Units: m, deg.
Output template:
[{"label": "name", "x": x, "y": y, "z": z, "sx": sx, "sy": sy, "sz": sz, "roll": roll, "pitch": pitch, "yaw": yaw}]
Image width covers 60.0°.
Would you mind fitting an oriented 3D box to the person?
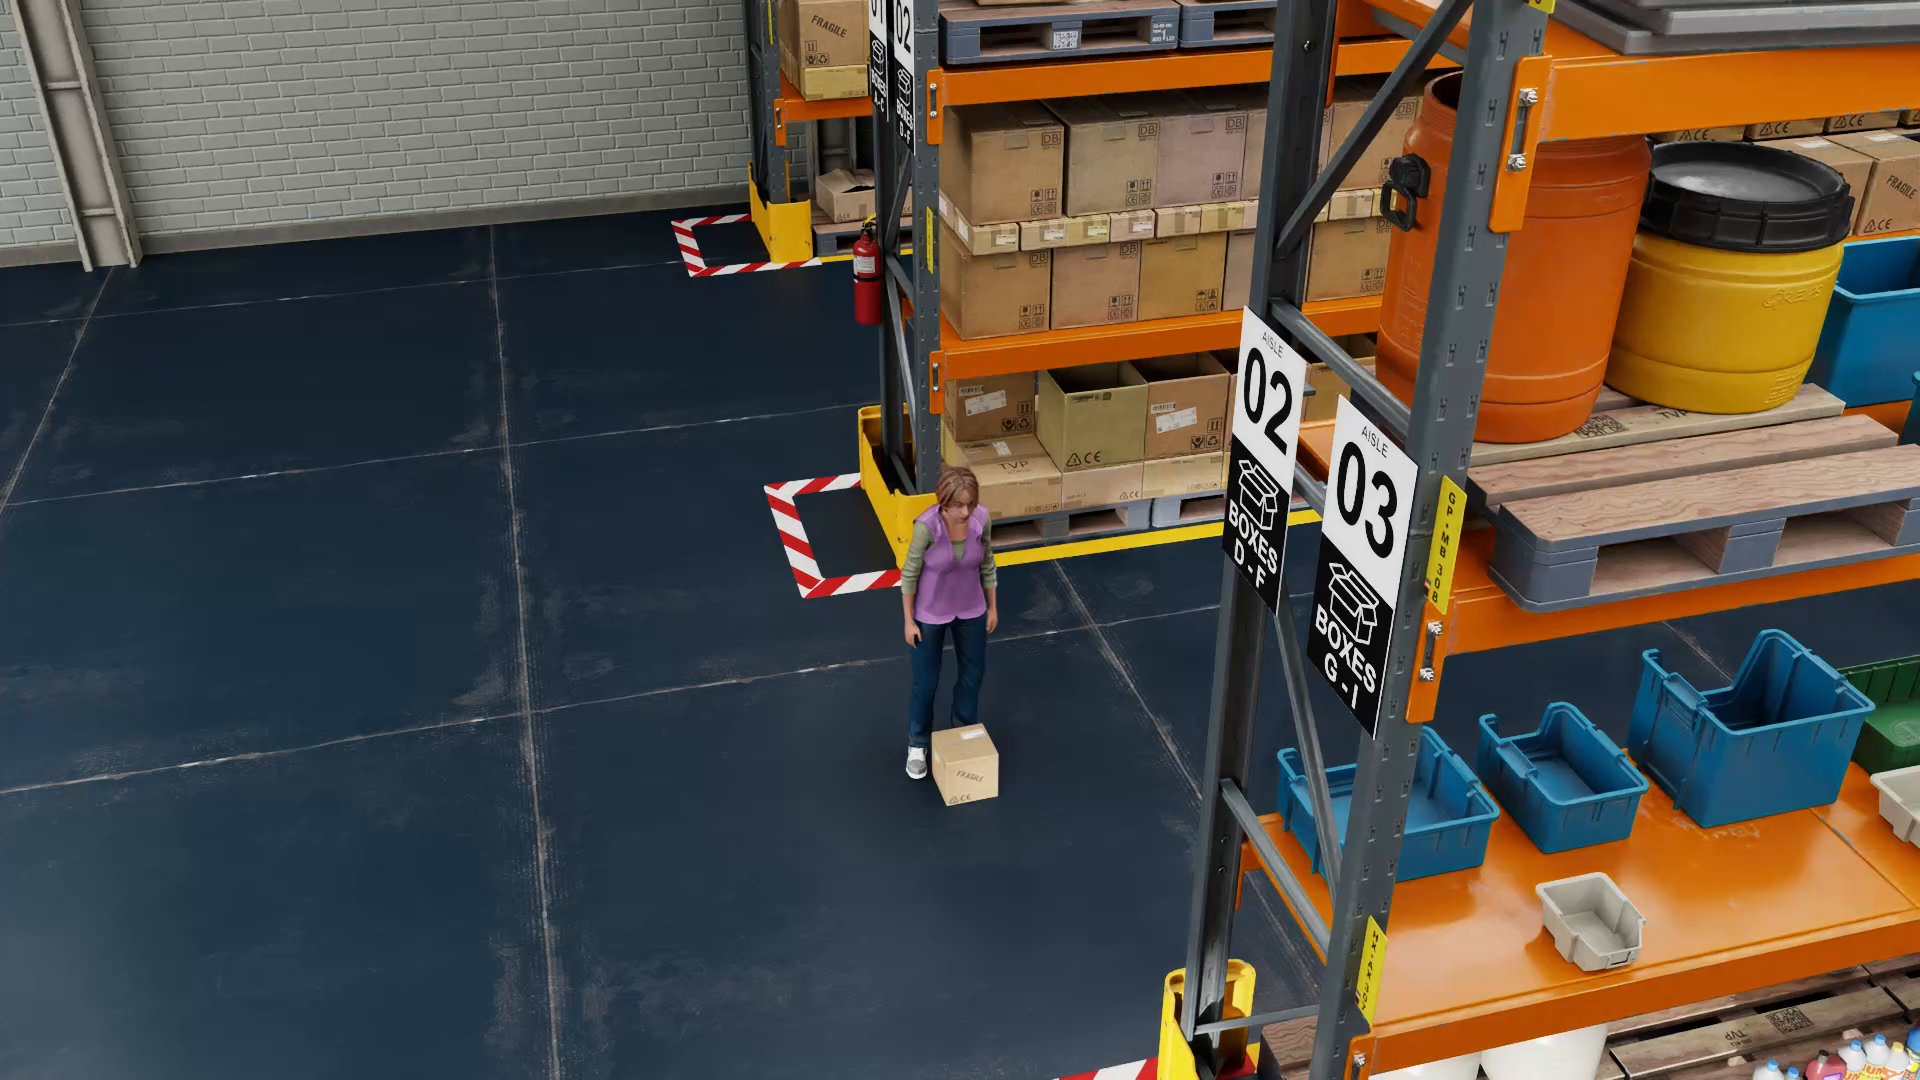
[{"label": "person", "x": -0.050, "y": 0.353, "z": 7.645, "sx": 0.480, "sy": 1.591, "sz": 0.349, "roll": -10, "pitch": 32, "yaw": -16}]
